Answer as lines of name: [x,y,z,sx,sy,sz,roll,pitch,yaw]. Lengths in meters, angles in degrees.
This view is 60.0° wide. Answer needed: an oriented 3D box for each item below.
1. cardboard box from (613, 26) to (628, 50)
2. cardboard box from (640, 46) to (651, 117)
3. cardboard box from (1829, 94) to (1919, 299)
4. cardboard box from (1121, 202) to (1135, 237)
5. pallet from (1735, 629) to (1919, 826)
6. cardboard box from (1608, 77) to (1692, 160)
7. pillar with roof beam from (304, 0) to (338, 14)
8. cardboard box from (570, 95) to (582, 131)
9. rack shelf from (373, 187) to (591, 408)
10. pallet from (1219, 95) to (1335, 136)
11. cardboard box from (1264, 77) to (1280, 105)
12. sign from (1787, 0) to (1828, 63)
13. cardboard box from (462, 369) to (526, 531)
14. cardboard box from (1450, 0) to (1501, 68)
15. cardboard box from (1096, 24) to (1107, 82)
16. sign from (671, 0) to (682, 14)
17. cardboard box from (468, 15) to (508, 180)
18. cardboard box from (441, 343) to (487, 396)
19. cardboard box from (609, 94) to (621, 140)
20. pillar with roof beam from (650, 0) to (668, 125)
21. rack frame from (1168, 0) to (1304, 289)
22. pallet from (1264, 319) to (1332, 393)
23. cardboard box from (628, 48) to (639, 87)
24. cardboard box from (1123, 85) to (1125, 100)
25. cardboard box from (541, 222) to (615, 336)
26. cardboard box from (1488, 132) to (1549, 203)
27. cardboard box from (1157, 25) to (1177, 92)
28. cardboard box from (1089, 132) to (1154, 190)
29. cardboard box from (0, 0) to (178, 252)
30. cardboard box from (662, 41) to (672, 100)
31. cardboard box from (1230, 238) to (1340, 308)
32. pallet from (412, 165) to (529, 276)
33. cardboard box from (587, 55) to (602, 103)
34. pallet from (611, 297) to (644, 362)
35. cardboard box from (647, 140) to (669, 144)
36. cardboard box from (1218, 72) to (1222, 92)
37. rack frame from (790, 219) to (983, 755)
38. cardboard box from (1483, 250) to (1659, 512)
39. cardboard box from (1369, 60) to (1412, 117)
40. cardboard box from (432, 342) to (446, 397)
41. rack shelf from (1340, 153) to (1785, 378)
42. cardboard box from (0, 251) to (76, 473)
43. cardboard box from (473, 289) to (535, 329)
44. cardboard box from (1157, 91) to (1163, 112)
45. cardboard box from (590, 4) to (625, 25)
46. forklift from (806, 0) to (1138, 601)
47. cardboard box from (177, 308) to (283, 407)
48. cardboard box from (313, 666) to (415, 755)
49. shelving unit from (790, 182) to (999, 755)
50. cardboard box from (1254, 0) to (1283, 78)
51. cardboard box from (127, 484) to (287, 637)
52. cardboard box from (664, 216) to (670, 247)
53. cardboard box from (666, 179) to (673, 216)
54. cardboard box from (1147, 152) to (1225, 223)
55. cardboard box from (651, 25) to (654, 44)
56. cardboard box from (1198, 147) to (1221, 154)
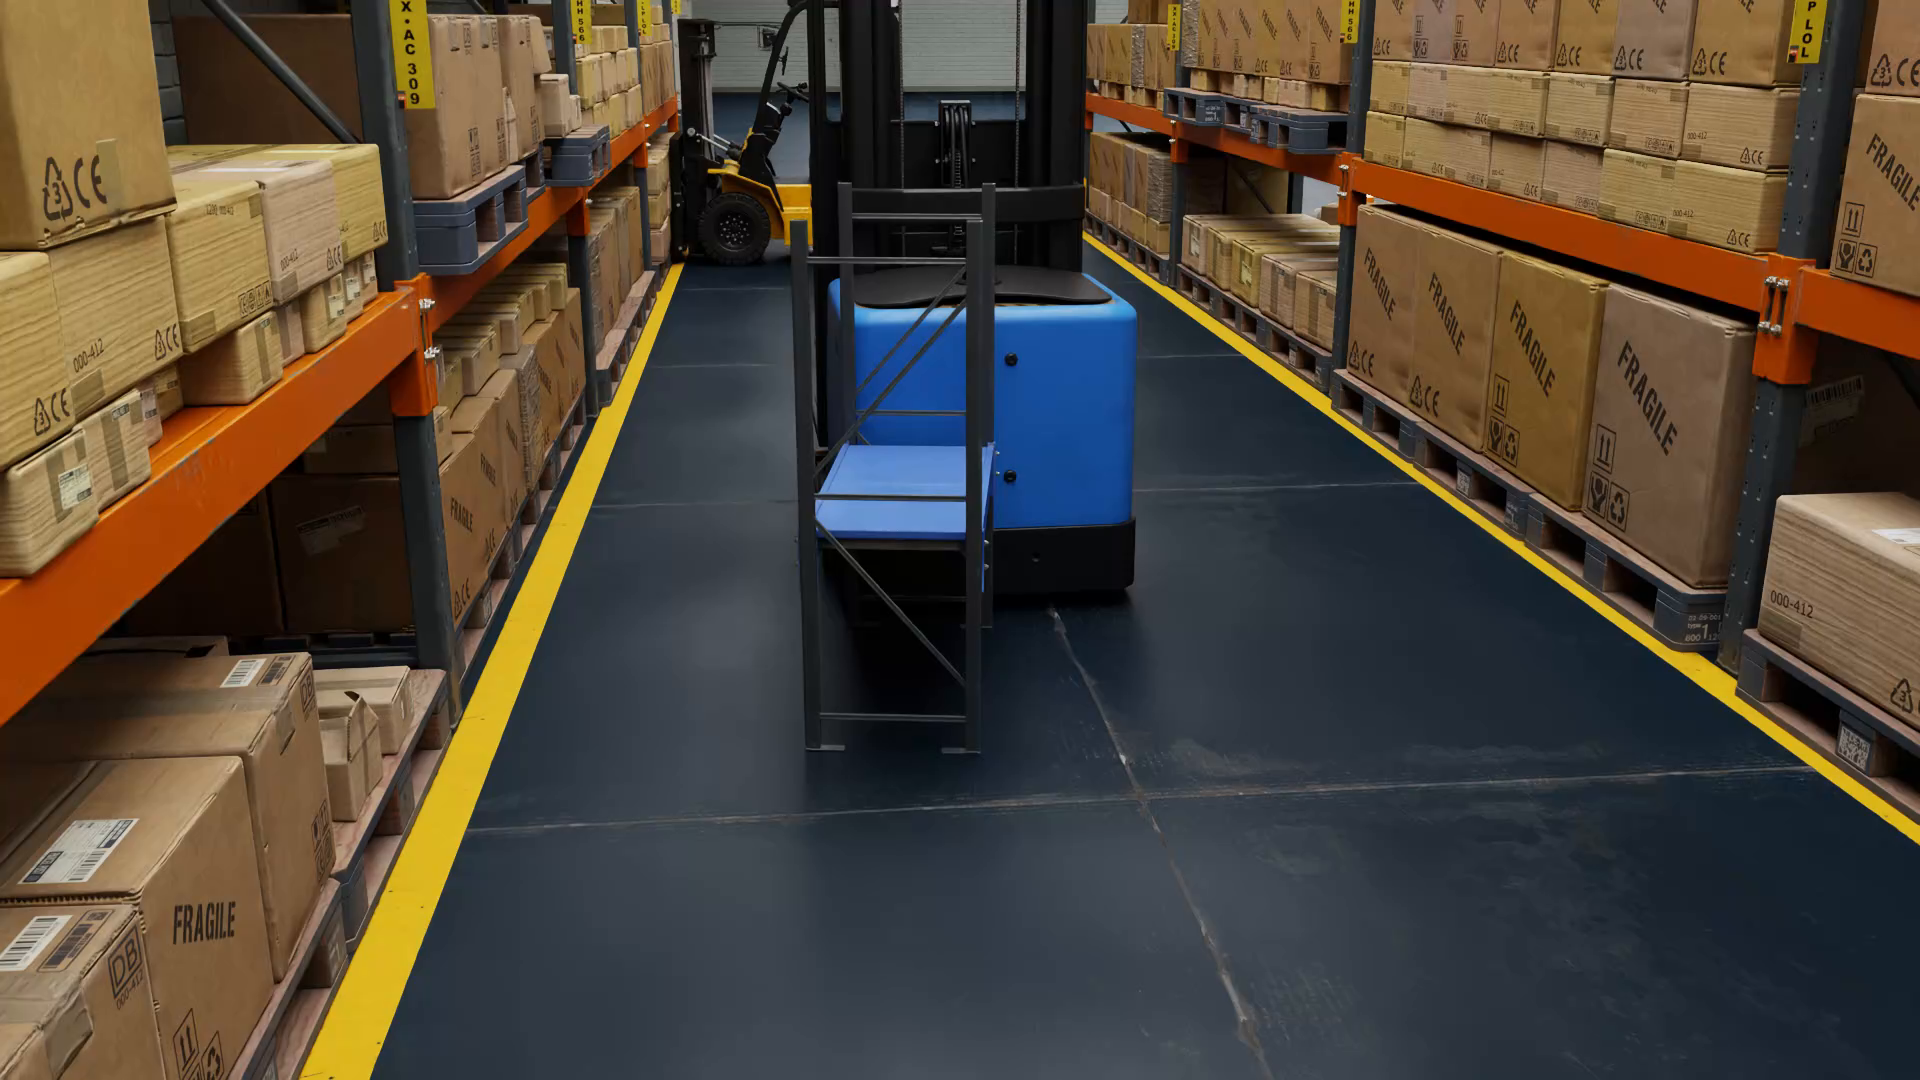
cardboard box: [-2.377,-3.290,10.900,0.380,0.149,0.250,-2,18,-7]
cardboard box: [-2.596,-3.441,12.464,0.500,0.500,0.500,-2,18,-7]
cardboard box: [2.740,-0.924,4.446,0.500,0.500,0.500,-1,17,-4]
cardboard box: [1.686,-2.774,14.395,0.500,0.250,0.500,-2,17,-5]
pallet: [2.953,0.535,4.620,1.003,0.211,1.213,-2,18,-6]
cardboard box: [2.606,-1.464,5.747,0.500,0.250,0.500,-1,17,-4]
pillar with roof beam: [0.854,-5.417,8.909,9.100,9.000,0.400,-2,18,-6]
cardboard box: [-1.948,-1.958,7.625,0.380,0.149,0.250,-1,17,-5]
rack shelf: [-2.191,-1.122,6.446,1.077,0.370,4.000,-2,18,-6]
pallet: [2.295,-2.713,10.631,1.003,0.211,1.213,-2,18,-6]
cardboard box: [2.041,-2.695,9.972,0.380,0.149,0.250,-1,17,-5]
sign: [2.413,-1.519,4.708,0.100,0.325,0.005,-2,18,-6]
cardboard box: [-1.923,-0.336,6.211,0.500,0.500,0.500,-2,18,-7]
cardboard box: [2.446,-2.284,7.109,0.500,0.500,0.500,-1,17,-4]
cardboard box: [1.544,-4.485,15.292,0.500,0.500,0.500,-1,17,-4]
sign: [-2.681,-5.123,15.659,0.100,0.325,0.005,-2,18,-6]
cardboard box: [-1.865,-1.423,5.334,0.700,0.500,0.500,-2,17,-5]
cardboard box: [-1.931,-0.615,6.018,0.380,0.149,0.250,-2,18,-6]
cardboard box: [-2.359,-2.588,10.162,0.500,0.250,0.500,-1,17,-4]
pillar with roof beam: [-1.621,-12.568,31.685,9.100,9.000,0.400,-2,18,-6]
rack frame: [2.127,-3.408,12.524,1.000,3.000,0.127,-2,18,-6]
pallet: [2.461,-1.118,9.887,1.003,0.211,1.213,-2,18,-6]
cardboard box: [-2.505,-3.282,11.539,0.500,0.250,0.500,-2,18,-7]
cardboard box: [1.658,-3.986,14.784,0.380,0.149,0.250,-1,17,-4]
cardboard box: [-2.523,-1.510,9.741,0.875,0.625,0.625,-1,17,-4]
cardboard box: [2.513,-1.535,6.809,0.500,0.250,0.500,-2,18,-6]
cardboard box: [1.834,-3.722,12.862,0.500,0.500,0.500,-2,18,-7]
cardboard box: [1.526,-3.590,15.741,0.500,0.500,0.500,-2,18,-7]
cardboard box: [-1.506,-0.697,2.390,0.500,0.500,0.500,-1,17,-4]
cardboard box: [-2.866,-4.199,14.878,0.500,0.500,0.500,-1,17,-4]
cardboard box: [2.335,-1.777,11.015,0.950,0.372,0.625,-1,17,-4]
pallet: [-1.958,-1.020,5.238,1.003,0.211,1.213,-2,18,-6]
cardboard box: [-2.250,-2.517,9.104,0.500,0.250,0.500,-1,17,-4]
pallet: [-2.566,-1.340,10.594,1.003,0.211,1.213,-2,18,-6]
cardboard box: [-2.744,-3.381,14.659,0.500,0.250,0.500,-2,17,-5]
cardboard box: [1.992,-3.157,11.444,0.380,0.149,0.250,-1,17,-2]
rack frame: [-0.191,-0.112,4.529,0.500,1.500,0.032,1,17,3]
cardboard box: [2.708,-0.662,6.624,0.875,0.875,0.875,-1,17,-4]
cardboard box: [2.346,-2.224,8.170,0.500,0.250,0.500,-2,18,-6]
cardboard box: [-1.831,-0.520,5.218,0.380,0.149,0.250,-3,18,-8]
rack shelf: [2.746,-1.277,6.938,1.077,0.370,4.000,-2,18,-6]
cardboard box: [-1.459,-0.193,2.038,0.500,0.250,0.500,-2,18,-7]
cardboard box: [-2.070,-0.999,7.241,0.380,0.149,0.250,-1,17,-4]
cardboard box: [1.758,-3.448,13.072,0.380,0.149,0.250,-1,17,-4]
cardboard box: [-2.548,-3.857,12.207,0.380,0.149,0.250,-1,17,-5]
forklift: [-0.082,-1.585,6.834,1.130,2.935,3.031,-2,18,-7]
cardboard box: [-1.547,-0.355,3.219,0.380,0.149,0.250,-2,18,-6]
cardboard box: [-1.635,0.447,4.304,0.380,0.149,0.250,-2,18,-7]
shelving unit: [-0.164,-0.264,5.013,0.538,1.500,1.048,1,17,3]
cardboard box: [2.099,-3.037,9.978,0.500,0.500,0.500,-3,18,-9]
cardboard box: [-2.329,-0.015,5.188,0.500,0.500,0.500,-2,18,-6]
cardboard box: [-2.598,-2.447,13.353,0.500,0.250,0.500,-2,18,-7]
cardboard box: [-2.647,-2.834,13.751,0.500,0.250,0.500,-2,18,-6]
cardboard box: [1.799,-2.822,13.295,0.500,0.500,0.500,-2,18,-6]
cardboard box: [-2.641,-4.021,13.229,0.380,0.149,0.250,-2,18,-6]
cardboard box: [2.268,-2.997,13.854,0.500,0.500,0.500,-1,17,-3]
